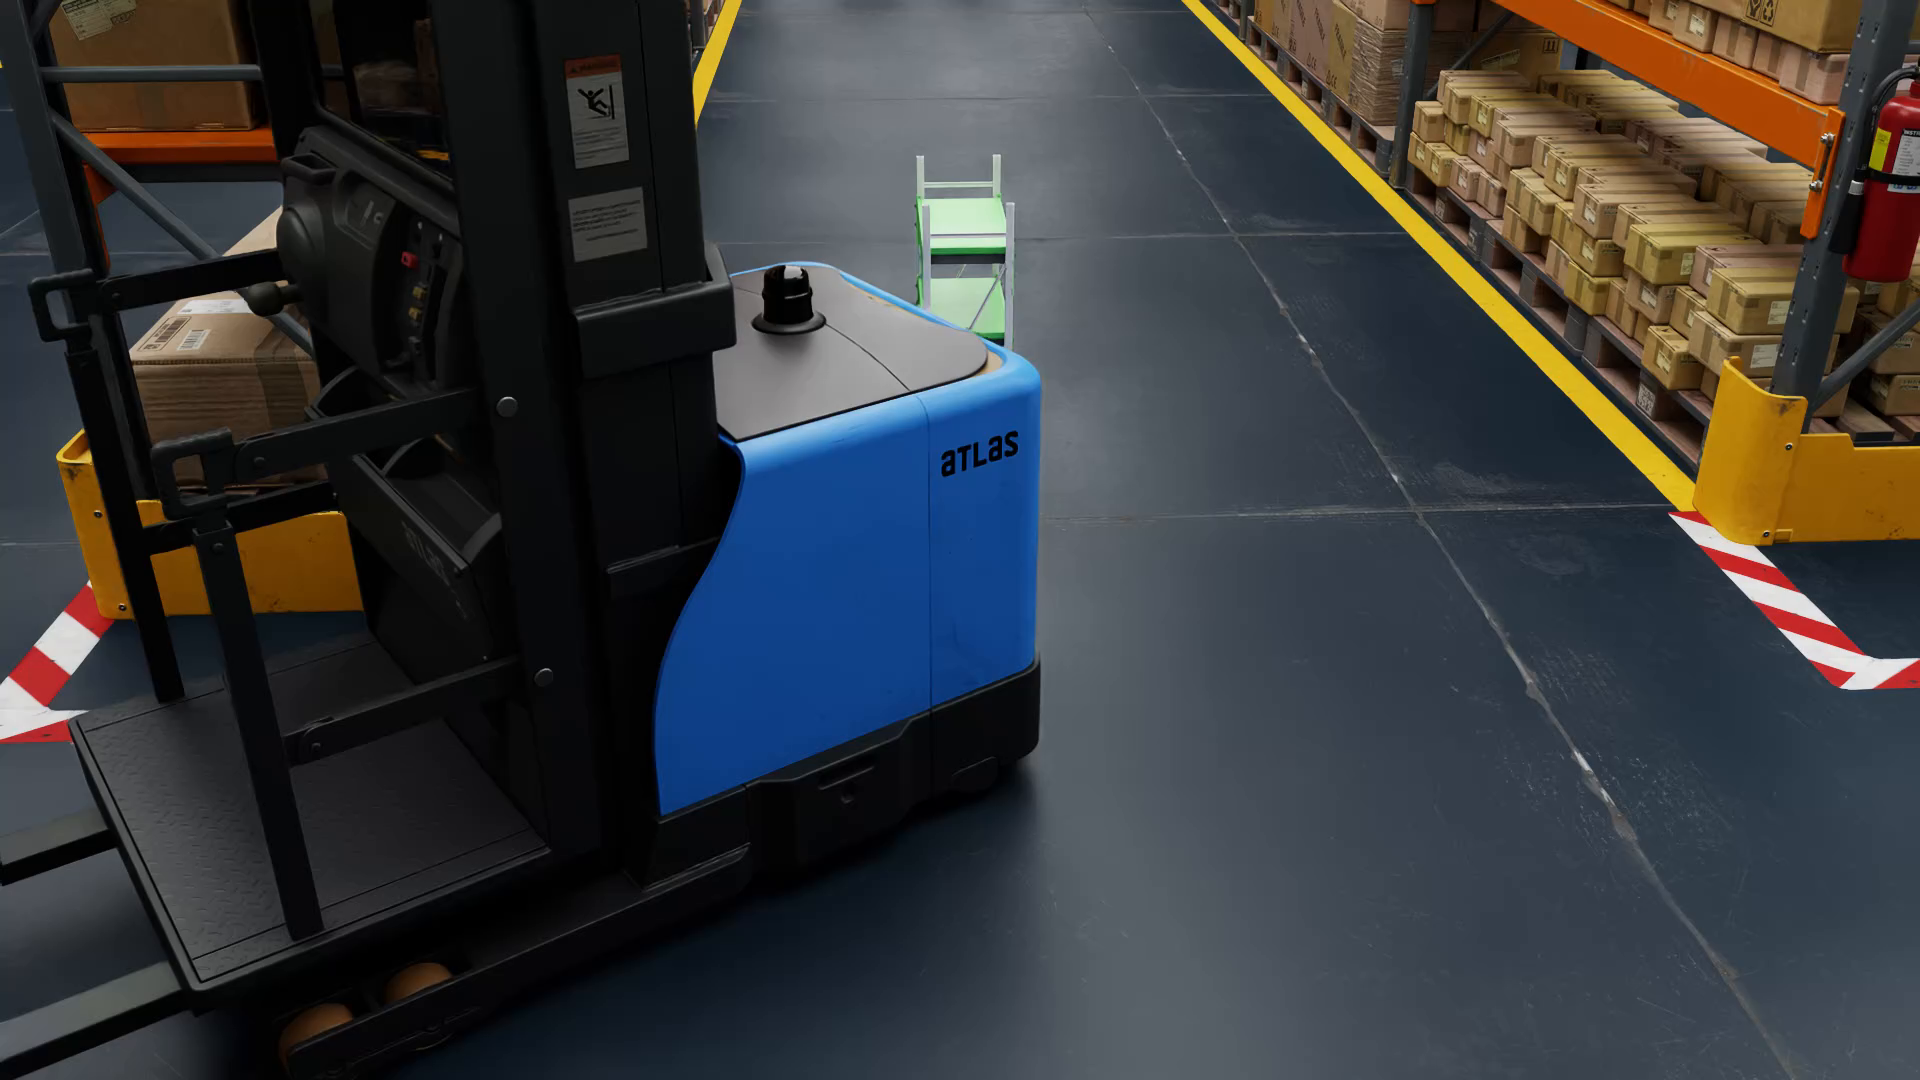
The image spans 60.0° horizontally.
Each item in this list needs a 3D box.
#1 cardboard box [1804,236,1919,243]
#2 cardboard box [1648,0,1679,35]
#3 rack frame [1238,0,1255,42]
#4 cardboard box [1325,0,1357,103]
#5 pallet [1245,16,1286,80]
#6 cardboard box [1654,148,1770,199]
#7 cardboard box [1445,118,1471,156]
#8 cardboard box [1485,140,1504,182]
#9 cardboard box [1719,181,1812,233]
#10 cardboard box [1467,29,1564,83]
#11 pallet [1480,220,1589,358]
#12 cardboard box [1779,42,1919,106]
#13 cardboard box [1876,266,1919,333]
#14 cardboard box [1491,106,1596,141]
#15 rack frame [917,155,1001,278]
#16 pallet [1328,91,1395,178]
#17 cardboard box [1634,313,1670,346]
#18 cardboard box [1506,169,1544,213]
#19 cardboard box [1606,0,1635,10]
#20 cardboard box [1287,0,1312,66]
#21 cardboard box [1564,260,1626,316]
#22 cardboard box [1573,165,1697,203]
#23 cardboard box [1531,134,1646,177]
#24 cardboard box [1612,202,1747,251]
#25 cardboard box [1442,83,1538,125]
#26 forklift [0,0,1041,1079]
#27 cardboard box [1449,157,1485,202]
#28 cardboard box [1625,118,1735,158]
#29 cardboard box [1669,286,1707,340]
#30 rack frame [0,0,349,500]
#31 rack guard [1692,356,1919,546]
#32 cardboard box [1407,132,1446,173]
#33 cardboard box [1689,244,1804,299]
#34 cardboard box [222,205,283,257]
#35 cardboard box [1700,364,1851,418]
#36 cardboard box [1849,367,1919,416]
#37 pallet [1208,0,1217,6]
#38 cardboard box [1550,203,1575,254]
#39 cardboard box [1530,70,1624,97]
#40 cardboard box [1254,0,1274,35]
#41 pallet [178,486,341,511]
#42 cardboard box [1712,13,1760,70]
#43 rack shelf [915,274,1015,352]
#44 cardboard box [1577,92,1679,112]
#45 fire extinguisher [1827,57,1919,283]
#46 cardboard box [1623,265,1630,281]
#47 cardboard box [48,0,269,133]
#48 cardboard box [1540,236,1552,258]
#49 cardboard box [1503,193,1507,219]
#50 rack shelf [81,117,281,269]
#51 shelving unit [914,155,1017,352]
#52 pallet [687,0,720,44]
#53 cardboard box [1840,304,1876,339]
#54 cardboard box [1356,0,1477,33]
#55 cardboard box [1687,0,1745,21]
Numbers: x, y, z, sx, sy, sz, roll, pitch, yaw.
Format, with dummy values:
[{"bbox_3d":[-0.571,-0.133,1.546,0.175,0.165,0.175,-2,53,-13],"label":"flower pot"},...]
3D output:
[{"bbox_3d":[3.294,-1.049,6.003,0.380,0.149,0.250,-1,28,-3],"label":"cardboard box"},{"bbox_3d":[2.678,-1.873,5.868,0.380,0.149,0.250,-3,28,-5],"label":"cardboard box"},{"bbox_3d":[2.584,-5.064,11.715,1.000,3.000,0.127,-1,28,-3],"label":"rack frame"},{"bbox_3d":[2.477,-2.867,9.752,0.500,0.500,0.500,-2,28,-4],"label":"cardboard box"},{"bbox_3d":[2.624,-3.466,11.668,1.003,0.211,1.213,-1,28,-3],"label":"pallet"},{"bbox_3d":[3.117,-1.526,6.918,0.380,0.149,0.250,-1,28,-3],"label":"cardboard box"},{"bbox_3d":[2.595,-1.981,8.111,0.380,0.149,0.250,-1,28,-2],"label":"cardboard box"},{"bbox_3d":[2.655,-1.744,7.658,0.380,0.149,0.250,-3,28,-5],"label":"cardboard box"},{"bbox_3d":[3.194,-1.290,6.465,0.380,0.149,0.250,0,28,-1],"label":"cardboard box"},{"bbox_3d":[3.020,-2.642,9.321,0.500,0.500,0.500,0,28,-1],"label":"cardboard box"},{"bbox_3d":[2.930,-1.106,7.142,1.003,0.211,1.213,-1,28,-3],"label":"pallet"},{"bbox_3d":[2.703,-1.402,4.965,0.380,0.149,0.250,-1,28,-3],"label":"cardboard box"},{"bbox_3d":[3.314,-0.805,5.536,0.380,0.149,0.250,-3,28,-5],"label":"cardboard box"},{"bbox_3d":[2.658,-1.874,7.585,0.380,0.149,0.250,-2,28,-4],"label":"cardboard box"},{"bbox_3d":[-0.004,-0.568,5.042,0.240,1.200,0.015,-1,28,-3],"label":"rack frame"},{"bbox_3d":[2.751,-2.340,9.508,1.003,0.211,1.213,-1,28,-3],"label":"pallet"},{"bbox_3d":[2.724,-0.770,6.111,0.380,0.149,0.250,-2,28,-3],"label":"cardboard box"},{"bbox_3d":[2.596,-1.499,7.187,0.380,0.149,0.250,-2,28,-3],"label":"cardboard box"},{"bbox_3d":[2.693,-2.121,6.344,0.380,0.149,0.250,-1,28,-2],"label":"cardboard box"},{"bbox_3d":[2.428,-3.340,10.659,0.500,0.500,0.500,-2,28,-4],"label":"cardboard box"},{"bbox_3d":[2.622,-1.000,6.552,0.380,0.149,0.250,-3,28,-5],"label":"cardboard box"},{"bbox_3d":[2.702,-1.396,6.668,0.380,0.149,0.250,-2,28,-4],"label":"cardboard box"},{"bbox_3d":[2.687,-1.631,7.119,0.380,0.149,0.250,-2,28,-5],"label":"cardboard box"},{"bbox_3d":[2.675,-1.149,6.194,0.380,0.149,0.250,-2,28,-5],"label":"cardboard box"},{"bbox_3d":[2.560,-2.110,8.037,0.380,0.149,0.250,0,28,0],"label":"cardboard box"},{"bbox_3d":[-1.292,-0.512,3.062,3.031,2.935,1.130,-19,33,-32],"label":"forklift"},{"bbox_3d":[2.570,-1.726,7.945,0.380,0.149,0.250,-2,28,-3],"label":"cardboard box"},{"bbox_3d":[3.187,-1.768,7.382,0.380,0.149,0.250,-3,28,-5],"label":"cardboard box"},{"bbox_3d":[2.730,-0.782,5.813,0.380,0.149,0.250,-2,28,-4],"label":"cardboard box"},{"bbox_3d":[-1.936,-1.203,4.313,1.000,3.000,0.127,-1,28,-3],"label":"rack frame"},{"bbox_3d":[2.998,-0.296,5.277,1.175,0.500,0.348,-1,28,-3],"label":"rack guard"},{"bbox_3d":[2.491,-1.963,8.398,0.380,0.149,0.250,-3,28,-5],"label":"cardboard box"},{"bbox_3d":[2.766,-0.911,5.738,0.380,0.149,0.250,-1,28,-2],"label":"cardboard box"},{"bbox_3d":[-2.126,-0.978,6.198,0.875,0.438,0.875,-1,28,-1],"label":"cardboard box"},{"bbox_3d":[2.766,-0.530,5.650,0.380,0.149,0.250,-1,28,-2],"label":"cardboard box"},{"bbox_3d":[3.294,-0.541,5.673,0.380,0.149,0.250,-1,28,-2],"label":"cardboard box"},{"bbox_3d":[2.558,-4.755,14.139,1.003,0.211,1.213,-1,28,-3],"label":"pallet"},{"bbox_3d":[2.626,-1.258,6.725,0.380,0.149,0.250,0,28,0],"label":"cardboard box"},{"bbox_3d":[3.072,-2.244,8.295,0.380,0.149,0.250,-1,28,-1],"label":"cardboard box"},{"bbox_3d":[2.367,-3.809,11.558,0.500,0.500,0.500,-3,28,-5],"label":"cardboard box"},{"bbox_3d":[-2.056,-0.334,5.662,1.003,0.211,1.213,-1,28,-3],"label":"pallet"},{"bbox_3d":[2.699,-1.633,5.409,0.380,0.149,0.250,-2,28,-3],"label":"cardboard box"},{"bbox_3d":[0.009,-0.612,4.745,0.258,0.148,0.480,-1,28,-3],"label":"rack shelf"},{"bbox_3d":[3.145,-2.013,7.851,0.380,0.149,0.250,-2,28,-3],"label":"cardboard box"},{"bbox_3d":[2.554,-1.042,4.491,0.296,0.674,0.183,-1,28,-3],"label":"fire extinguisher"},{"bbox_3d":[2.749,-1.027,6.282,0.380,0.149,0.250,-2,28,-3],"label":"cardboard box"},{"bbox_3d":[-2.225,-1.464,4.705,0.500,0.500,0.500,-1,28,-2],"label":"cardboard box"},{"bbox_3d":[2.690,-1.245,7.022,0.380,0.149,0.250,-1,28,-1],"label":"cardboard box"},{"bbox_3d":[2.682,-1.487,7.486,0.380,0.149,0.250,-3,28,-5],"label":"cardboard box"},{"bbox_3d":[-2.040,-1.808,6.250,1.077,0.370,4.000,-1,28,-3],"label":"rack shelf"},{"bbox_3d":[0.009,-0.456,4.826,0.258,1.200,0.503,-1,28,-3],"label":"shelving unit"},{"bbox_3d":[-2.393,-4.022,12.733,1.003,0.211,1.213,-1,28,-3],"label":"pallet"},{"bbox_3d":[3.273,-0.799,5.846,0.380,0.149,0.250,-2,28,-3],"label":"cardboard box"},{"bbox_3d":[2.502,-2.965,9.129,0.500,0.250,0.500,-2,28,-4],"label":"cardboard box"},{"bbox_3d":[2.700,-1.985,5.382,0.500,0.500,0.500,-2,28,-3],"label":"cardboard box"}]
